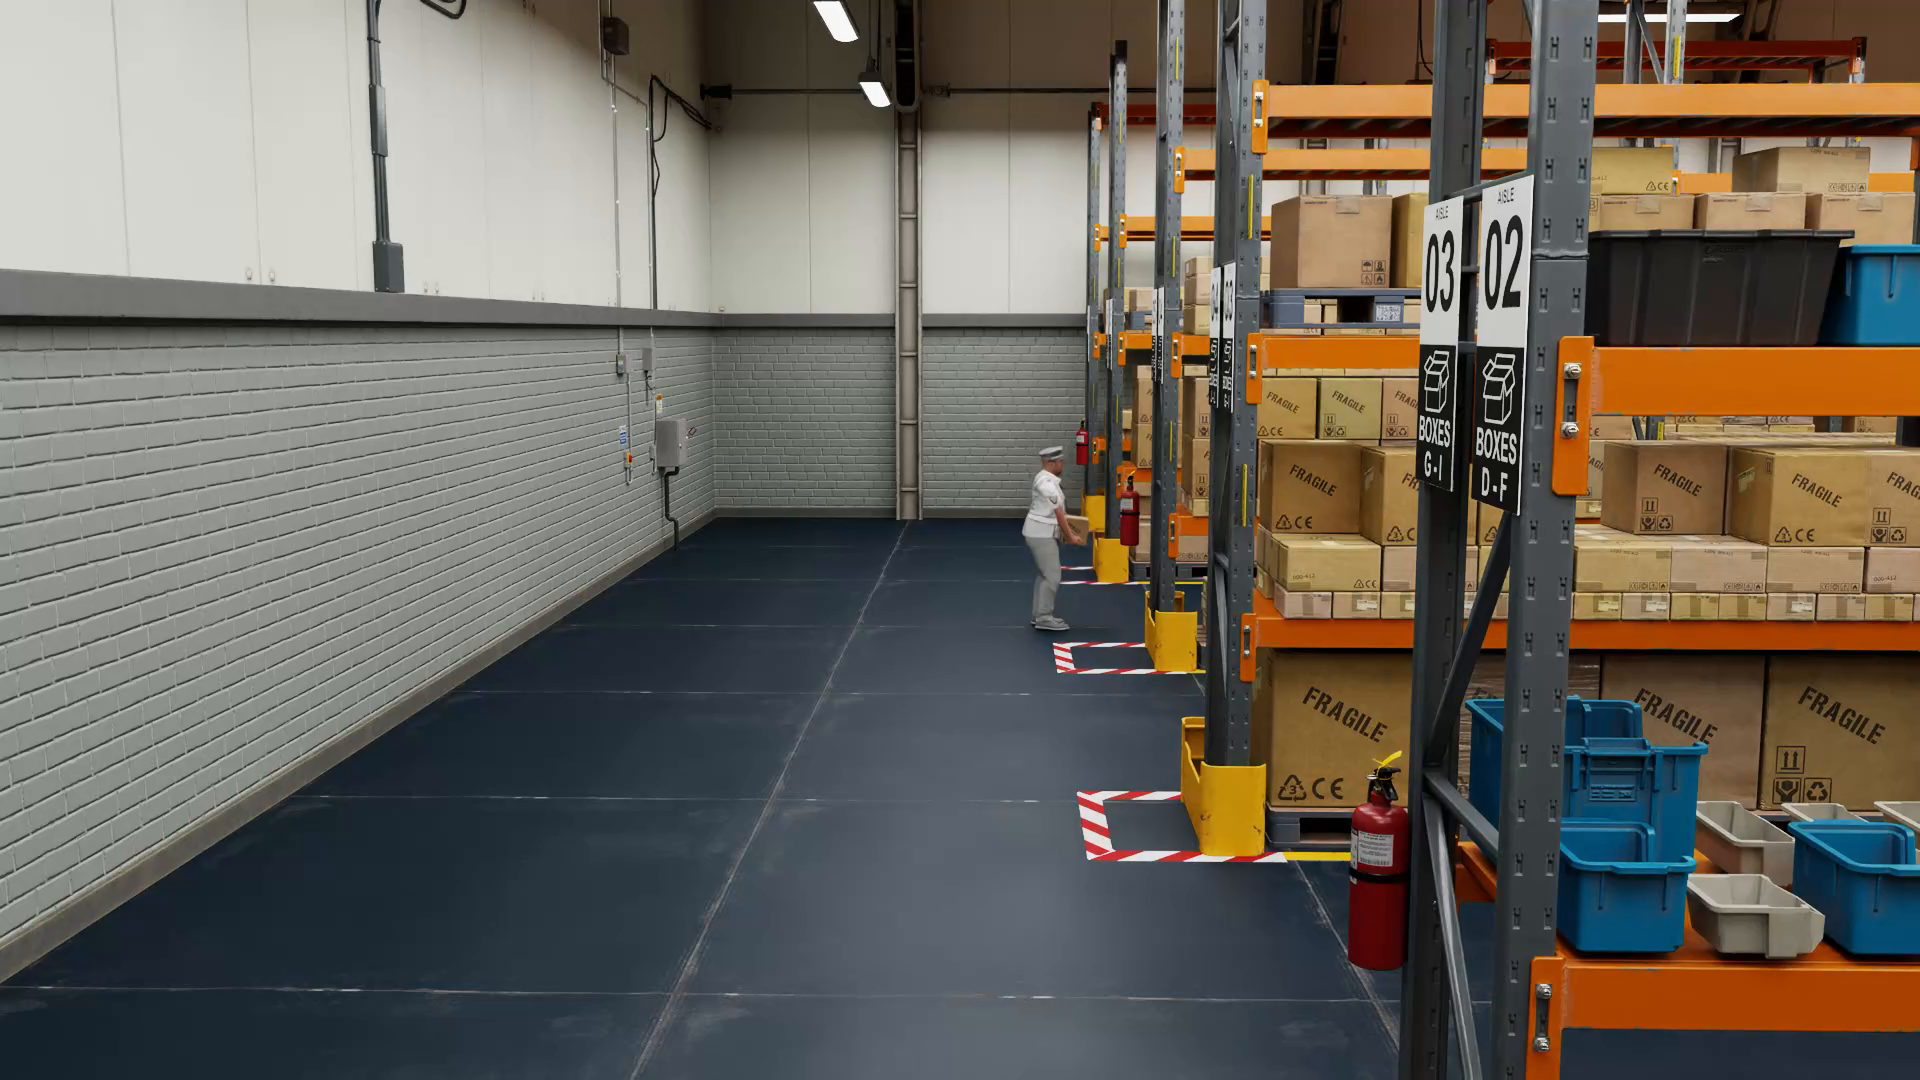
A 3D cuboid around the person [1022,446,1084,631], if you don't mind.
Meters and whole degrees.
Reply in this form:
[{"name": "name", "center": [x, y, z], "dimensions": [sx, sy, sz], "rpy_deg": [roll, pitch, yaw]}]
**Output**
[{"name": "person", "center": [0.887, -0.024, 15.937], "dimensions": [0.581, 1.759, 0.489], "rpy_deg": [0, 7, 0]}]
